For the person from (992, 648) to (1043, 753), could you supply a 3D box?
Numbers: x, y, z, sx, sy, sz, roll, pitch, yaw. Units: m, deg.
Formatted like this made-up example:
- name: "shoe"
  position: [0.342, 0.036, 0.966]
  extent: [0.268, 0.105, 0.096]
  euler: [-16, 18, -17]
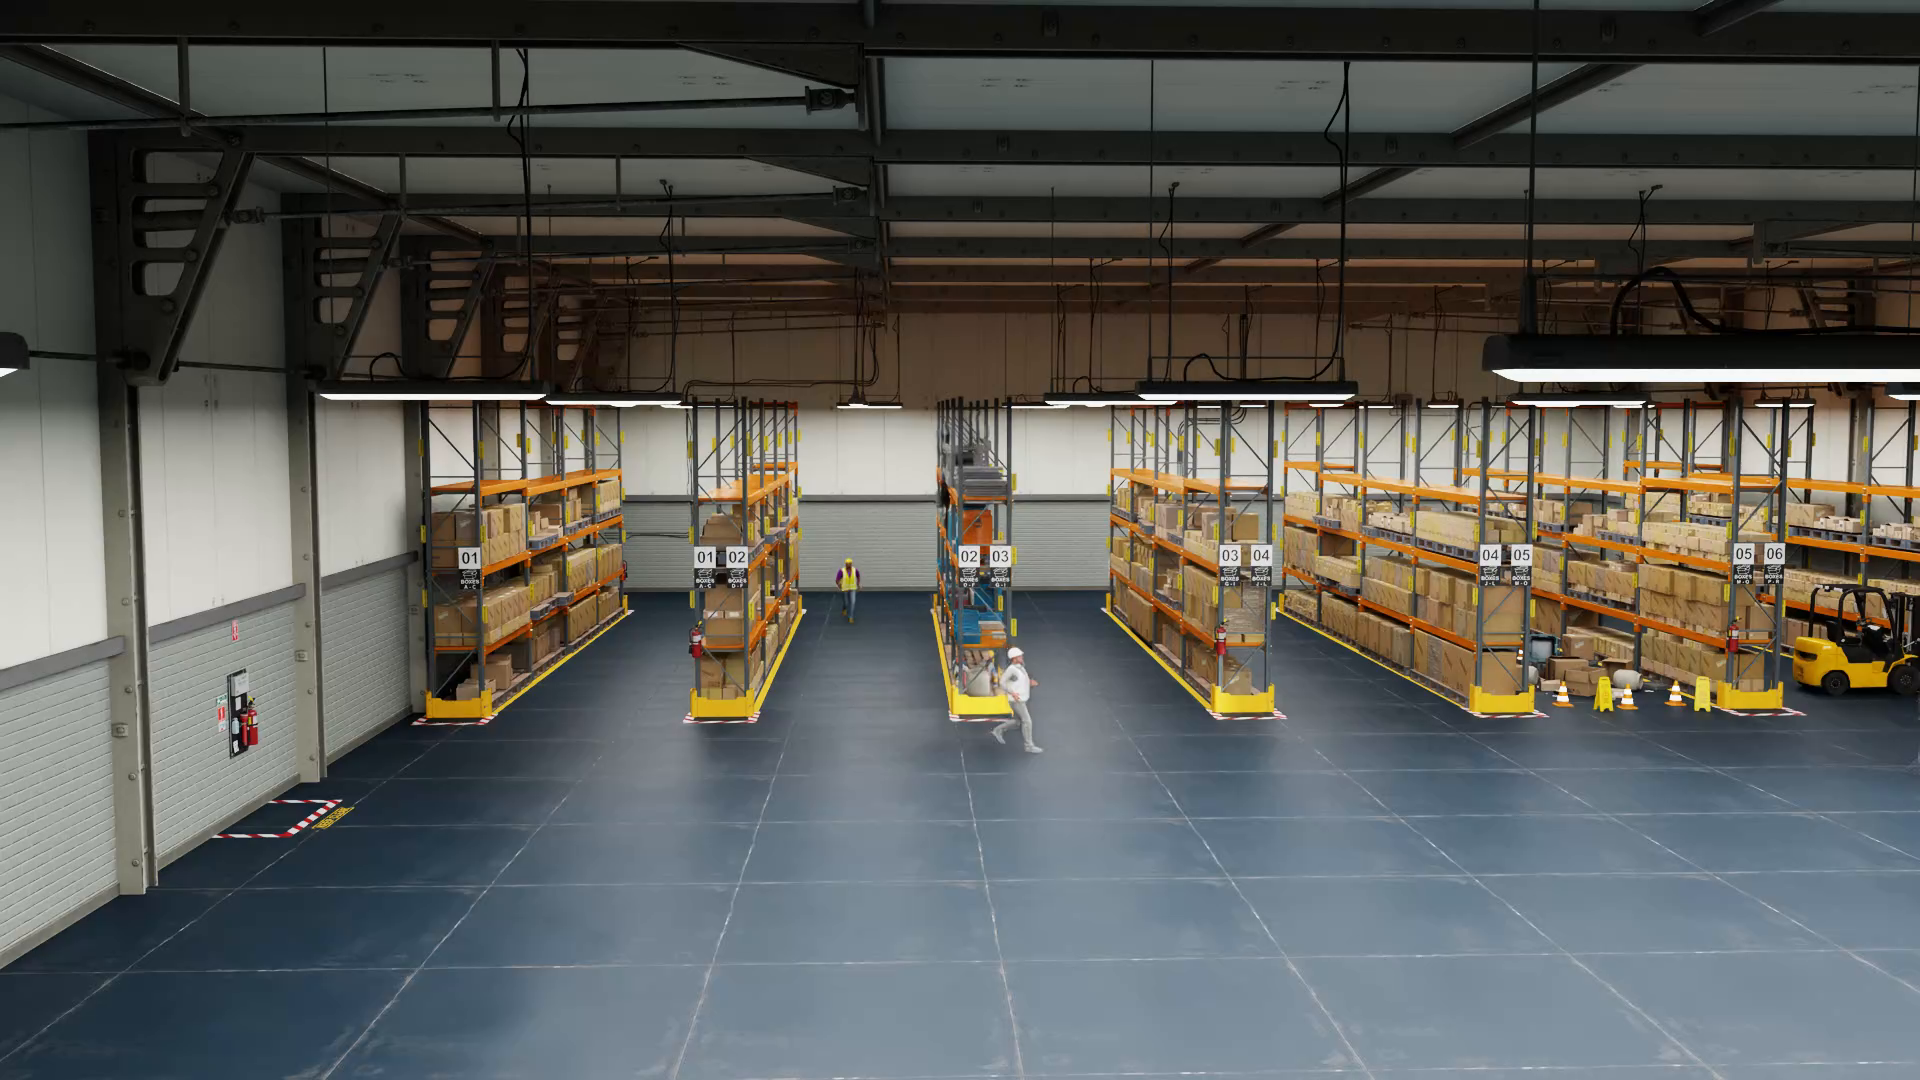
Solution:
- name: "person"
  position: [0.955, 2.679, 27.931]
  extent: [0.930, 1.750, 0.666]
  euler: [1, 5, 18]

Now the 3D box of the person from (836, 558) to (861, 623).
- name: "person"
  position: [-3.046, 1.361, 45.417]
  extent: [0.694, 1.744, 0.814]
  euler: [-1, 5, -14]
